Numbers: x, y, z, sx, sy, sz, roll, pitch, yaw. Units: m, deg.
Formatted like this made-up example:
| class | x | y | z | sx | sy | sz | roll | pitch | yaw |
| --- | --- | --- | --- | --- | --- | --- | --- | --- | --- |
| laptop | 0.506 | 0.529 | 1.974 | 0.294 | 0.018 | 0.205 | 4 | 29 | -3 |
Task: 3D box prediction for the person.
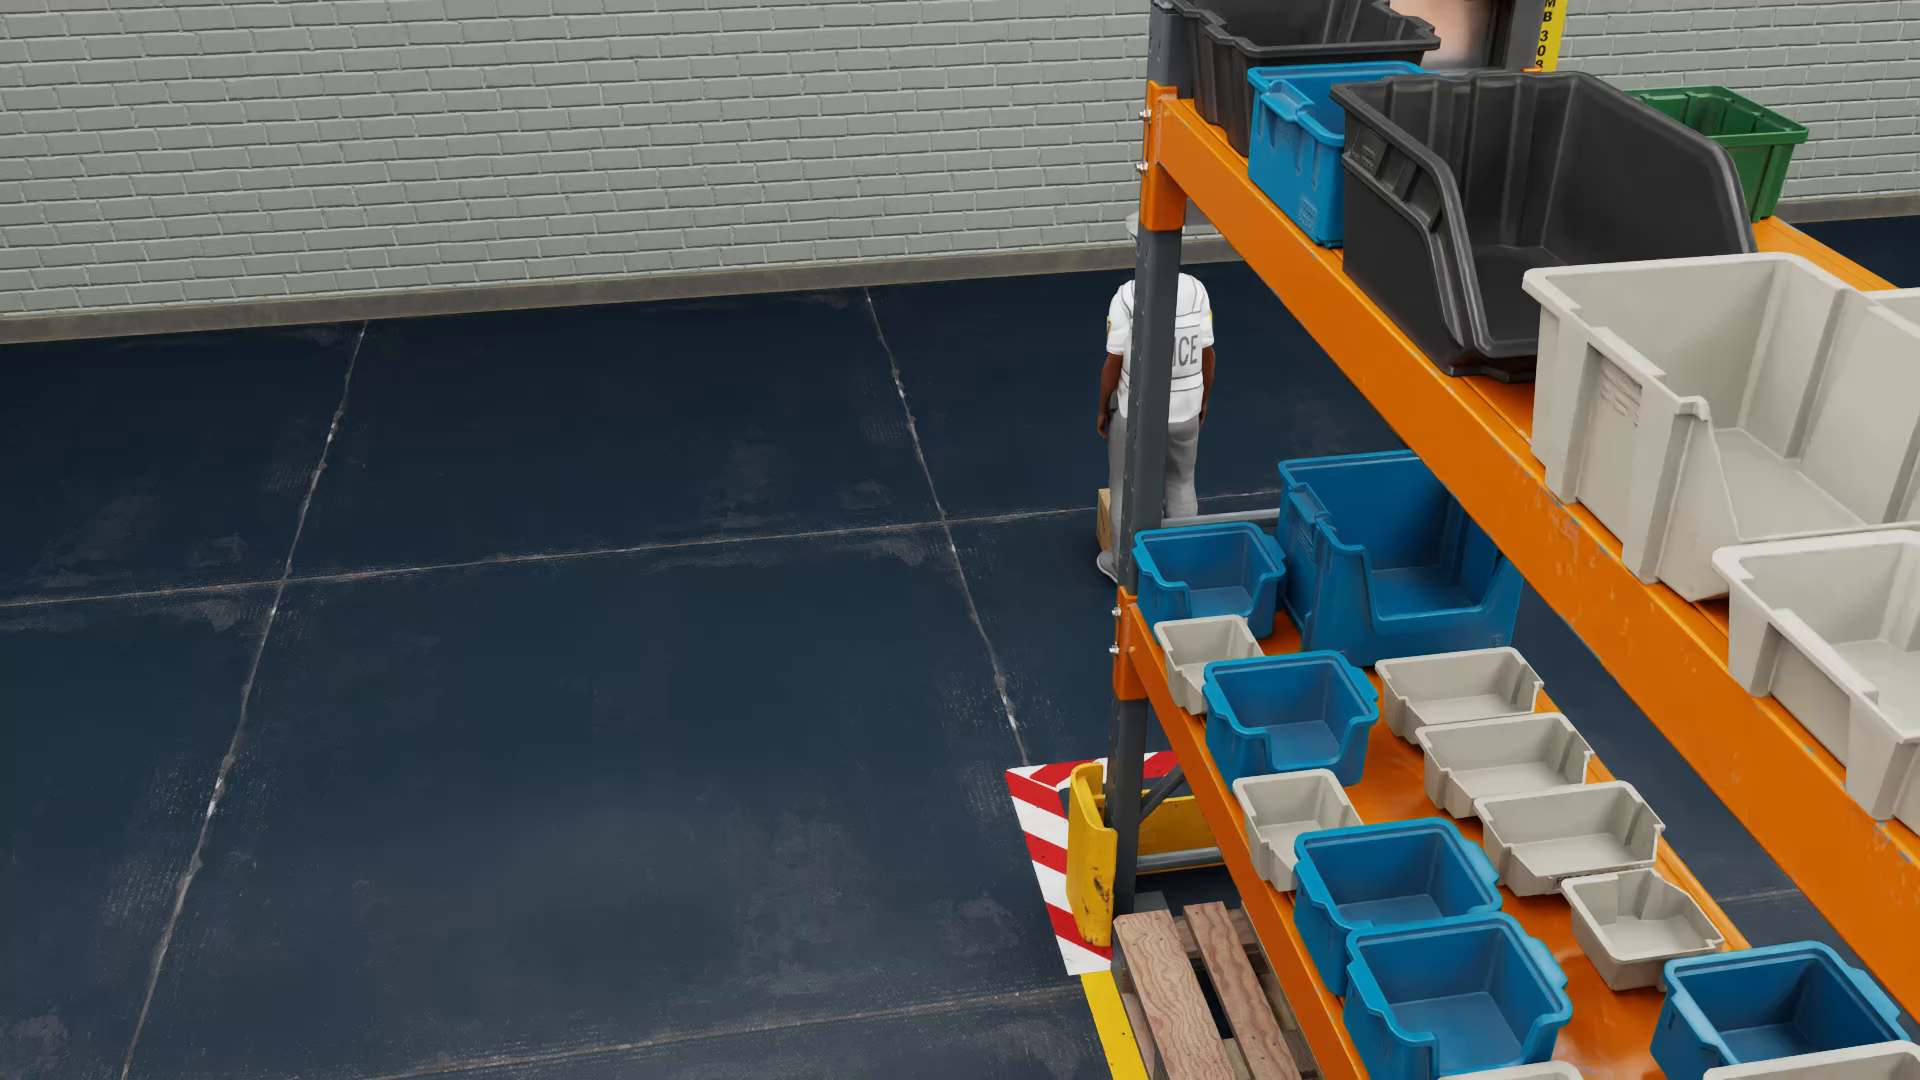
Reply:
| class | x | y | z | sx | sy | sz | roll | pitch | yaw |
| --- | --- | --- | --- | --- | --- | --- | --- | --- | --- |
| person | 0.830 | -0.560 | 7.070 | 0.509 | 1.658 | 0.397 | -5 | 31 | -9 |
